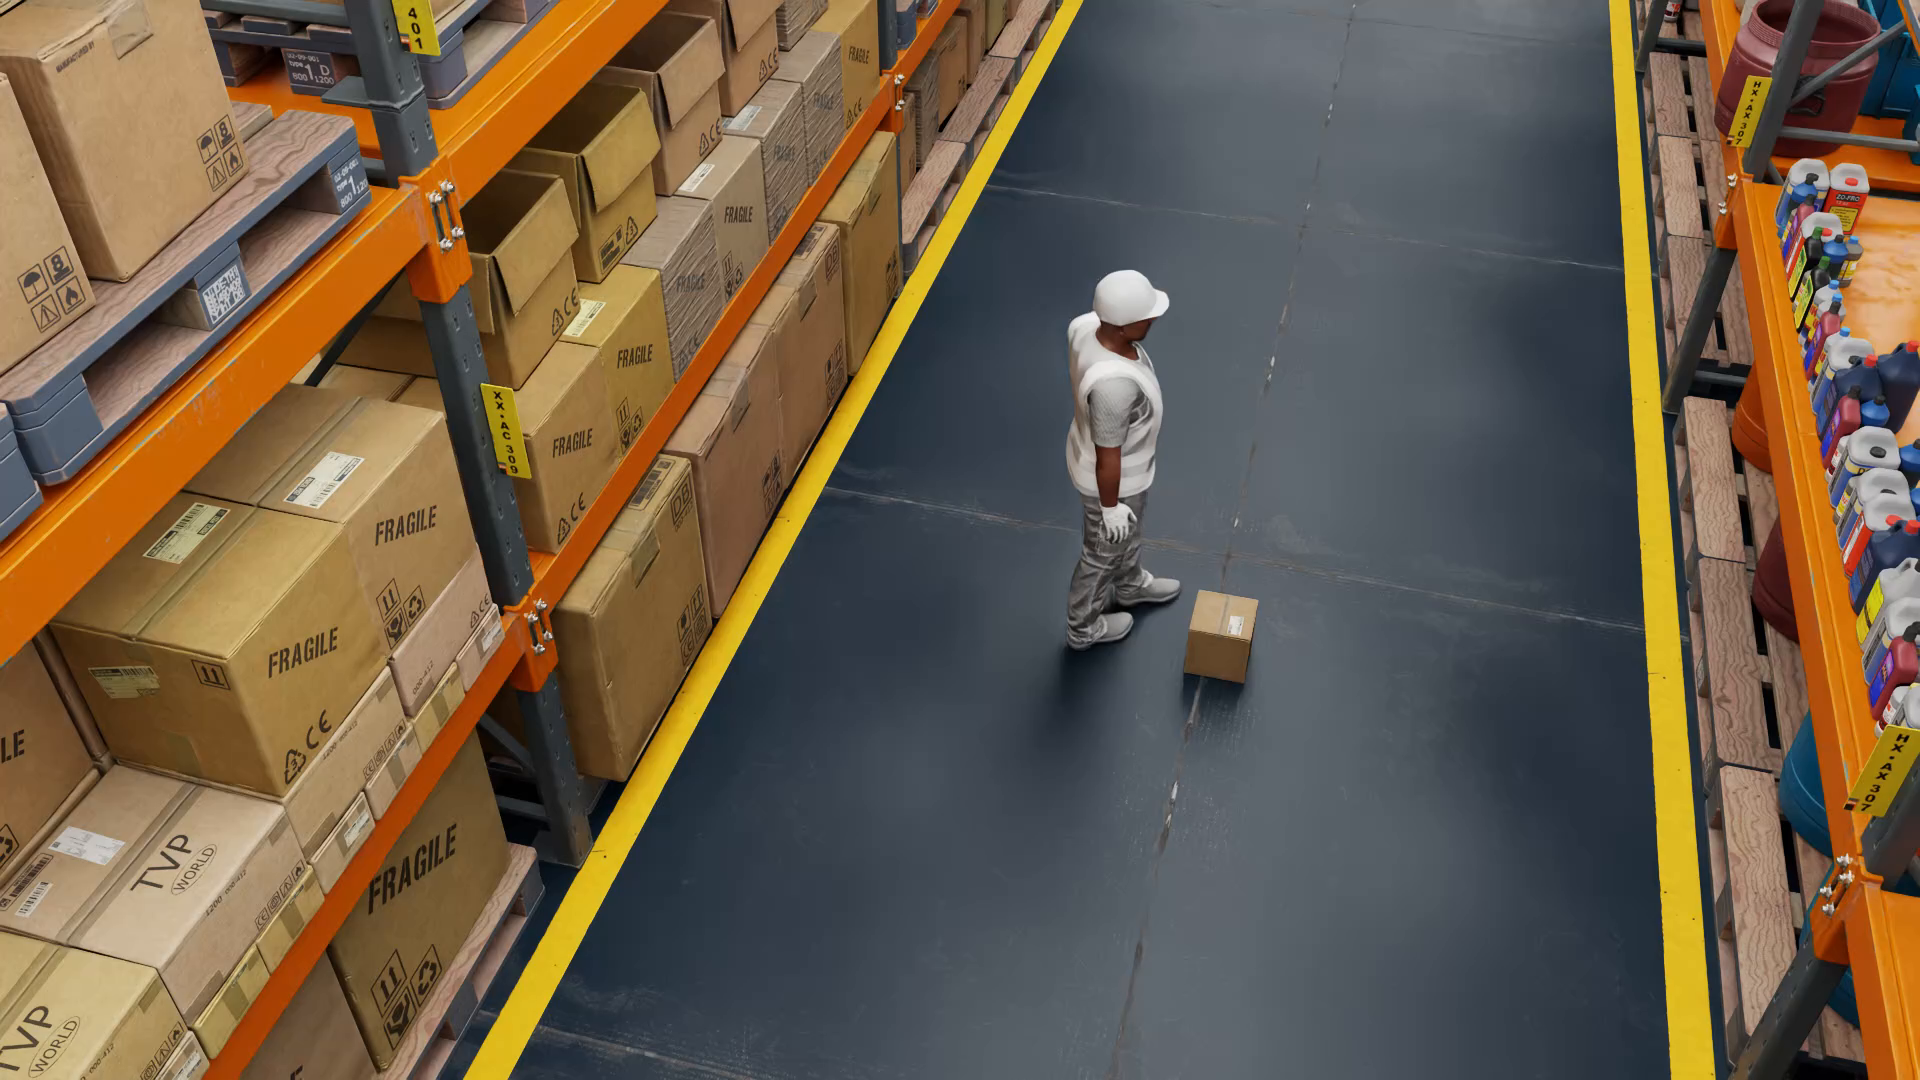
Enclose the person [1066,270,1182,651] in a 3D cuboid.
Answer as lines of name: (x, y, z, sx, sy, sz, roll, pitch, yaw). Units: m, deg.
person: (0.698, -0.285, 6.462, 0.571, 1.789, 0.583, -3, 41, -4)
